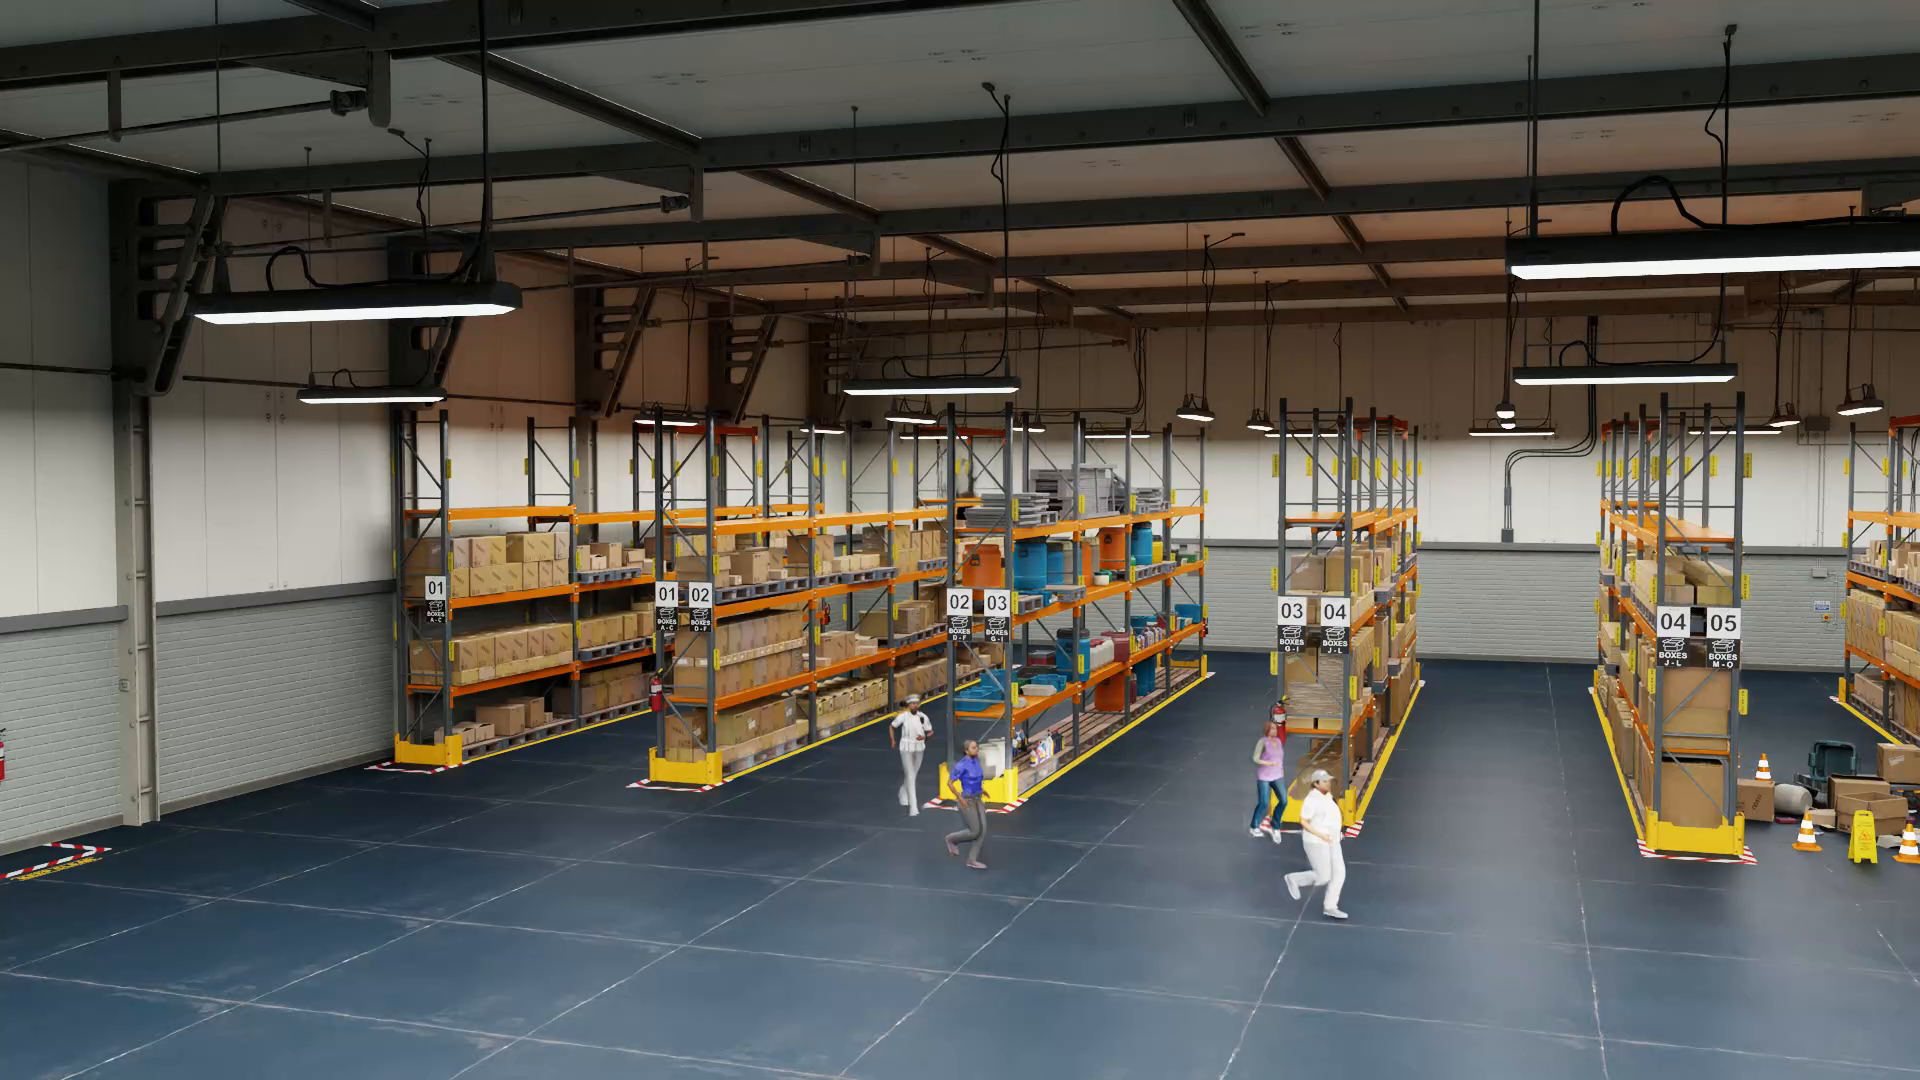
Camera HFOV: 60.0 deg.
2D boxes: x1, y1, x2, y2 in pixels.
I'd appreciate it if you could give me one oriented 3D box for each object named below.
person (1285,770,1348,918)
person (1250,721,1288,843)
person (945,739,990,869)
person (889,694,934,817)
[{"bbox_3d":[4.038,3.387,18.668,0.734,1.630,0.607,2,3,43],"label":"person"},{"bbox_3d":[4.175,3.242,22.372,0.542,1.618,0.595,-1,3,-23],"label":"person"},{"bbox_3d":[0.104,3.307,20.876,0.575,1.595,0.591,2,3,34],"label":"person"},{"bbox_3d":[-0.687,3.110,24.318,0.629,1.731,0.866,-1,3,-26],"label":"person"}]
